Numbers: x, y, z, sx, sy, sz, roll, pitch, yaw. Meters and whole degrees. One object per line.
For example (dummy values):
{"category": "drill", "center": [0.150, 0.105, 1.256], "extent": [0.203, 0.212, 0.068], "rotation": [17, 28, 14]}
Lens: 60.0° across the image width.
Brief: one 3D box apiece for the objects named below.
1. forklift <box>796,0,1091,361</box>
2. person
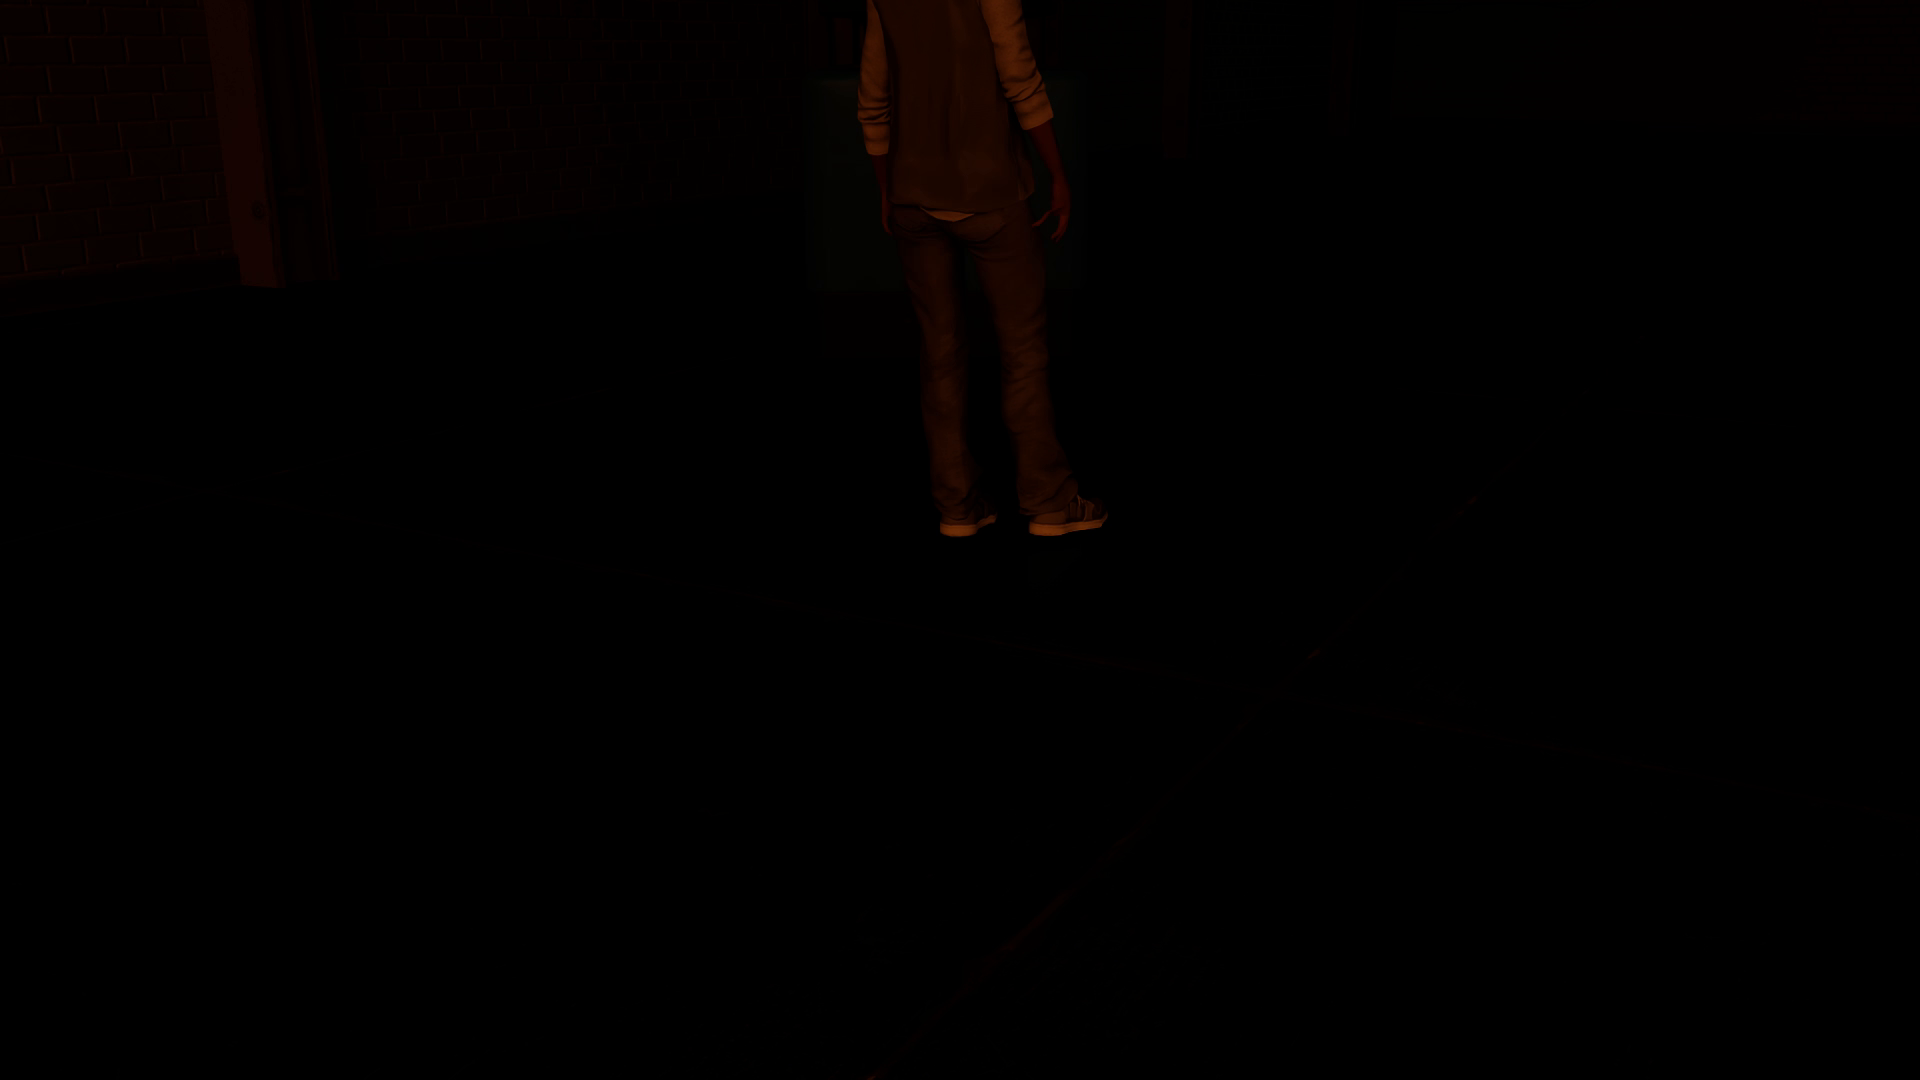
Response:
{"category": "forklift", "center": [-0.125, -2.425, 7.086], "extent": [1.130, 2.935, 3.031], "rotation": [-1, 16, -3]}
{"category": "person", "center": [0.048, -0.789, 3.868], "extent": [0.521, 1.596, 0.475], "rotation": [9, 19, 28]}
